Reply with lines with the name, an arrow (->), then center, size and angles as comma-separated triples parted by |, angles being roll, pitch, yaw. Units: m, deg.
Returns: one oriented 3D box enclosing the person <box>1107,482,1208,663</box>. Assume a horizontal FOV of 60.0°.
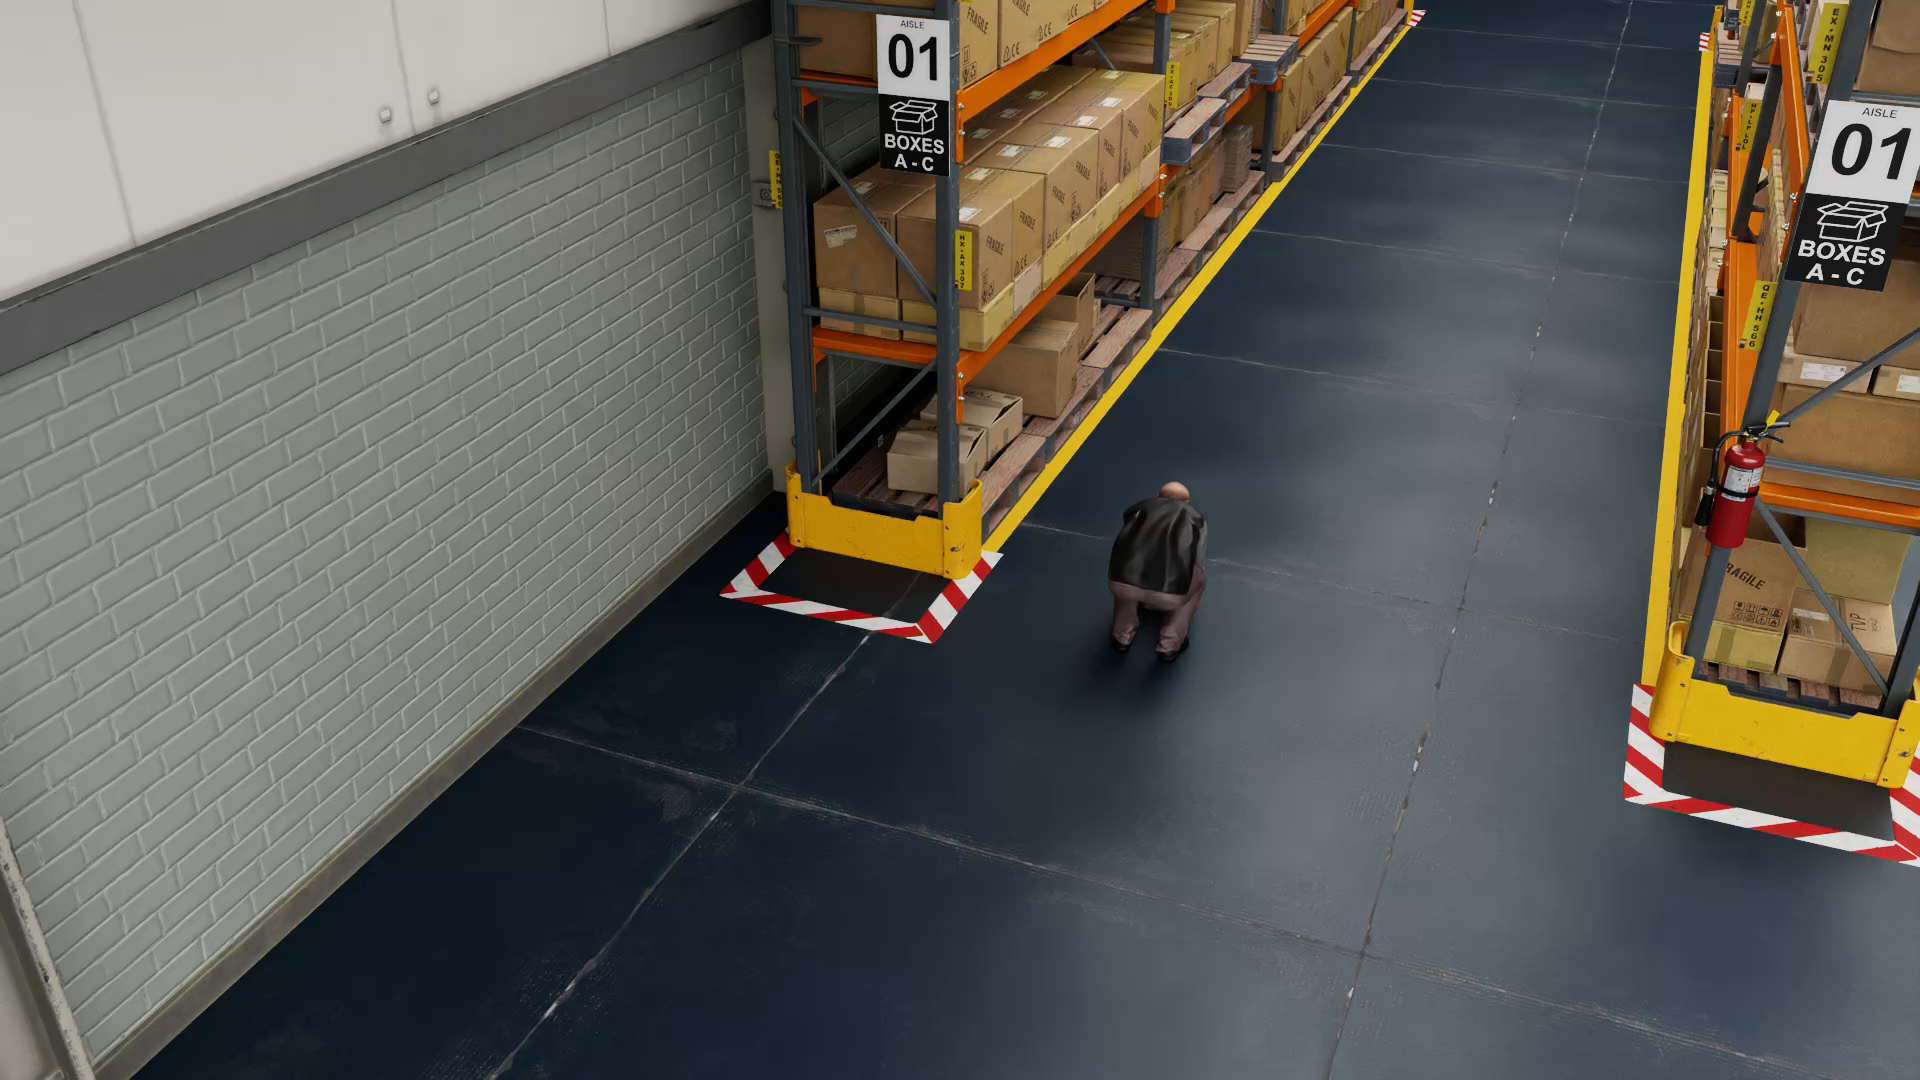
person -> 1.092, 0.172, 9.101 | 0.505, 0.794, 0.943 | 11, 31, 18
